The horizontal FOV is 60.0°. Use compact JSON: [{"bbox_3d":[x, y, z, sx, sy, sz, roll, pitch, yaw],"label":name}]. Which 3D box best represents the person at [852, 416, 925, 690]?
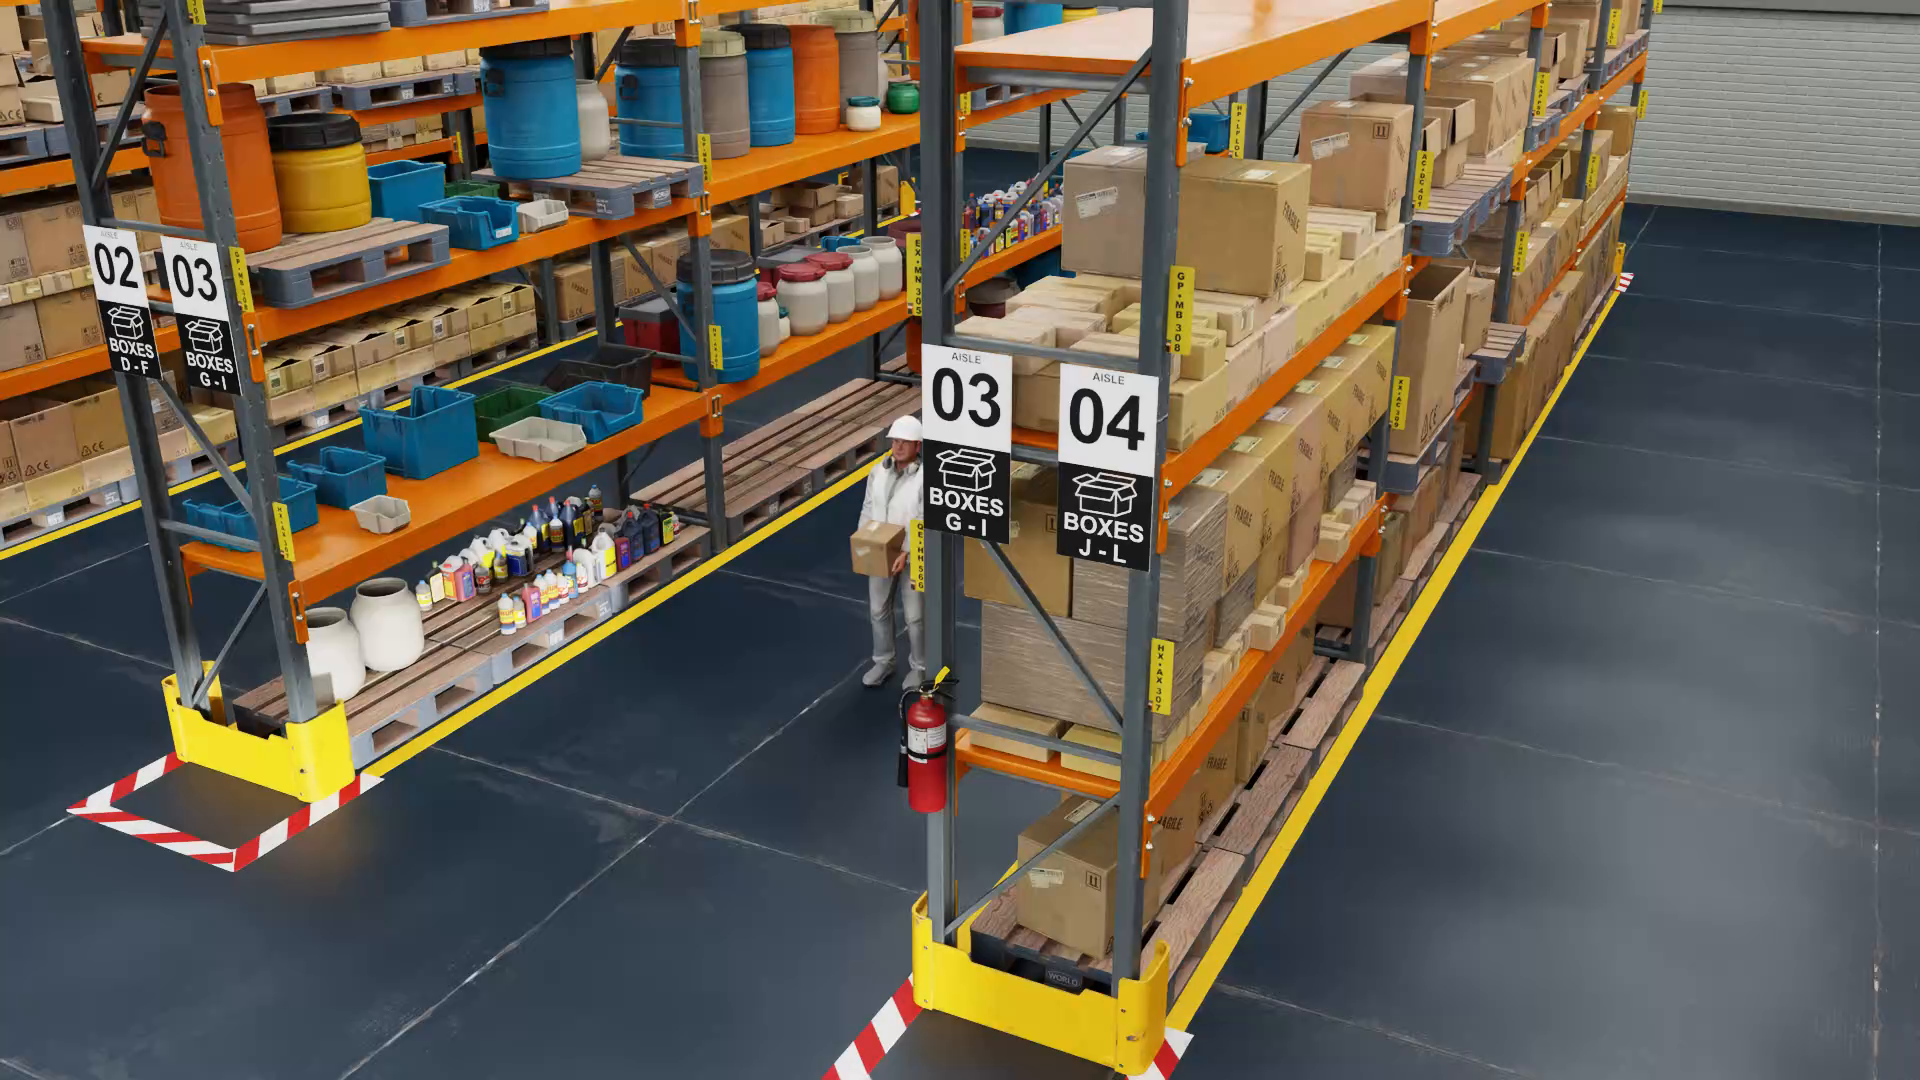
[{"bbox_3d":[-0.404,0.108,10.461,0.499,1.770,0.551,11,25,25],"label":"person"}]
